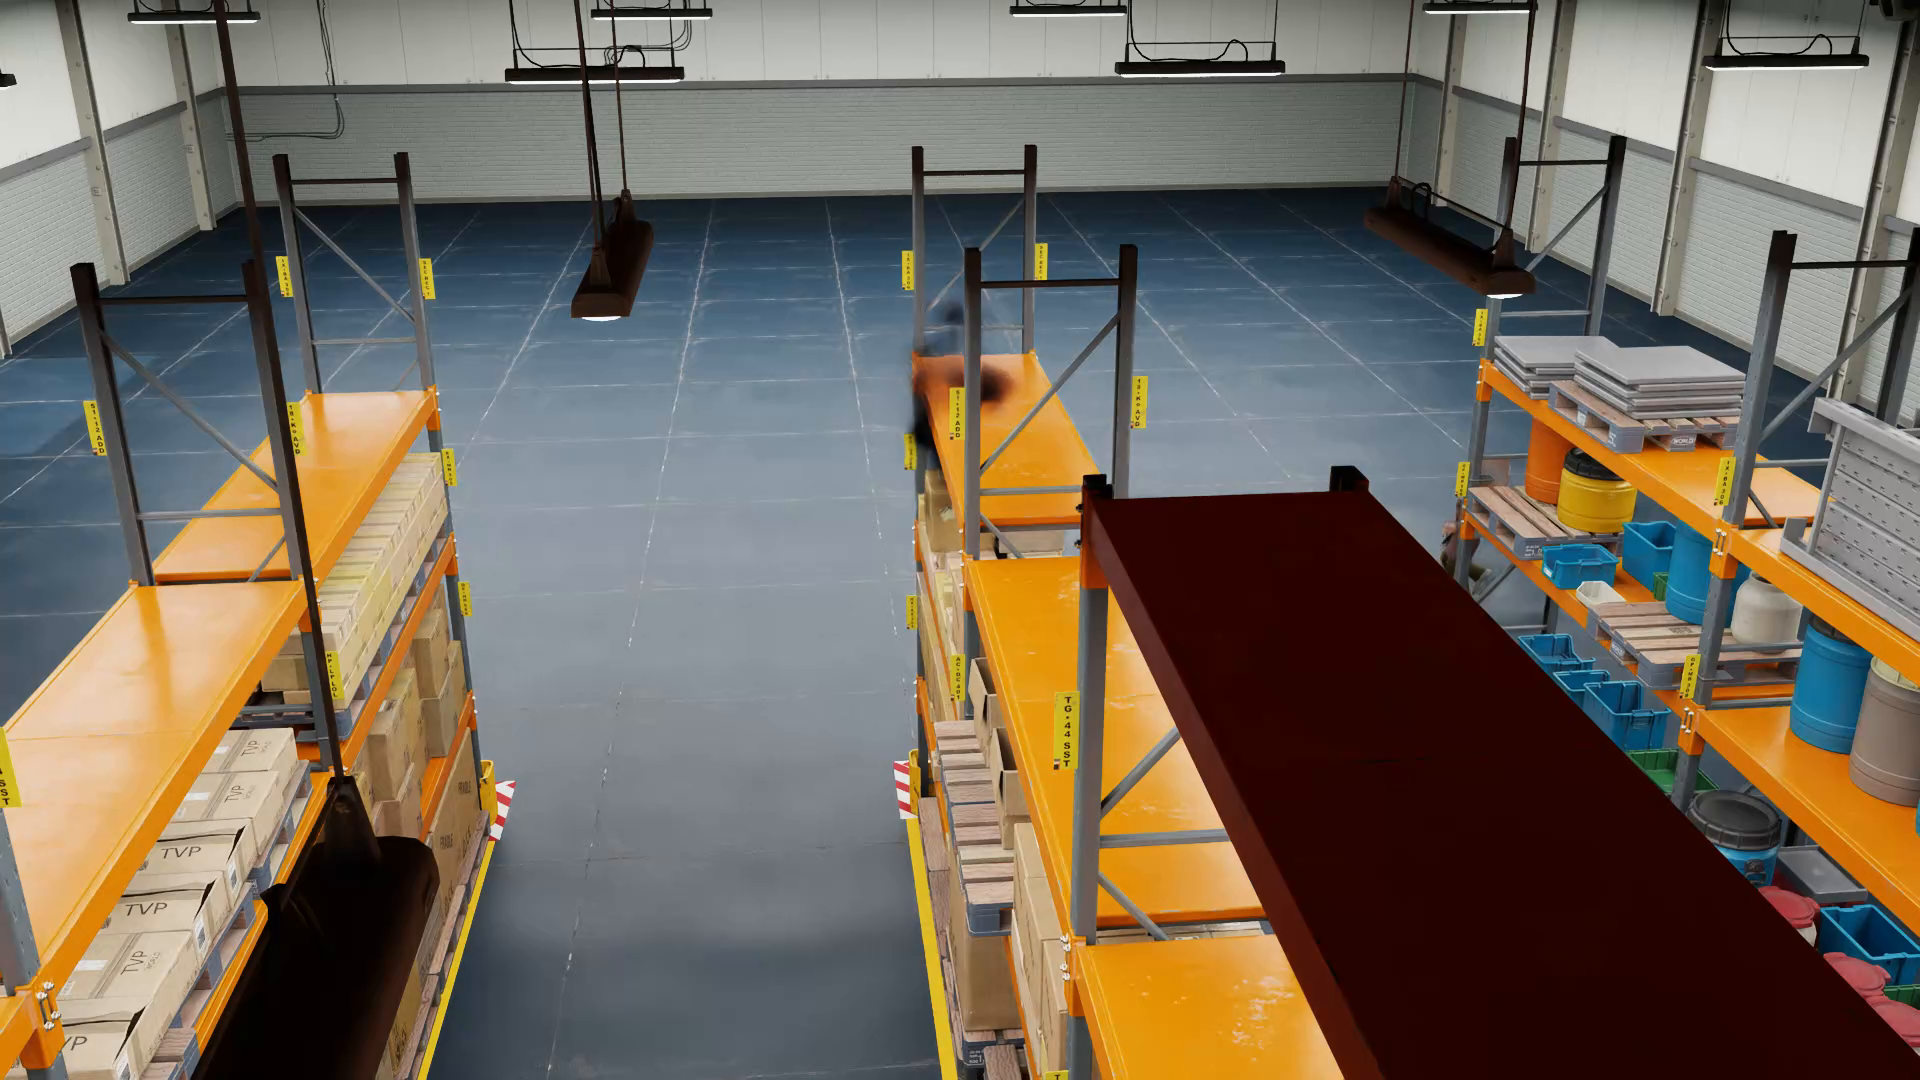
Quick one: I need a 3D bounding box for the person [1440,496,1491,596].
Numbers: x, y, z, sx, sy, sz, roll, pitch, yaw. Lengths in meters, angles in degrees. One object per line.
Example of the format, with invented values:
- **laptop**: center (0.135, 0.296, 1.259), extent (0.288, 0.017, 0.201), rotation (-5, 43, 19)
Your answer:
- **person**: center (5.923, -0.030, 19.385), extent (0.637, 1.732, 0.710), rotation (5, 22, 11)
